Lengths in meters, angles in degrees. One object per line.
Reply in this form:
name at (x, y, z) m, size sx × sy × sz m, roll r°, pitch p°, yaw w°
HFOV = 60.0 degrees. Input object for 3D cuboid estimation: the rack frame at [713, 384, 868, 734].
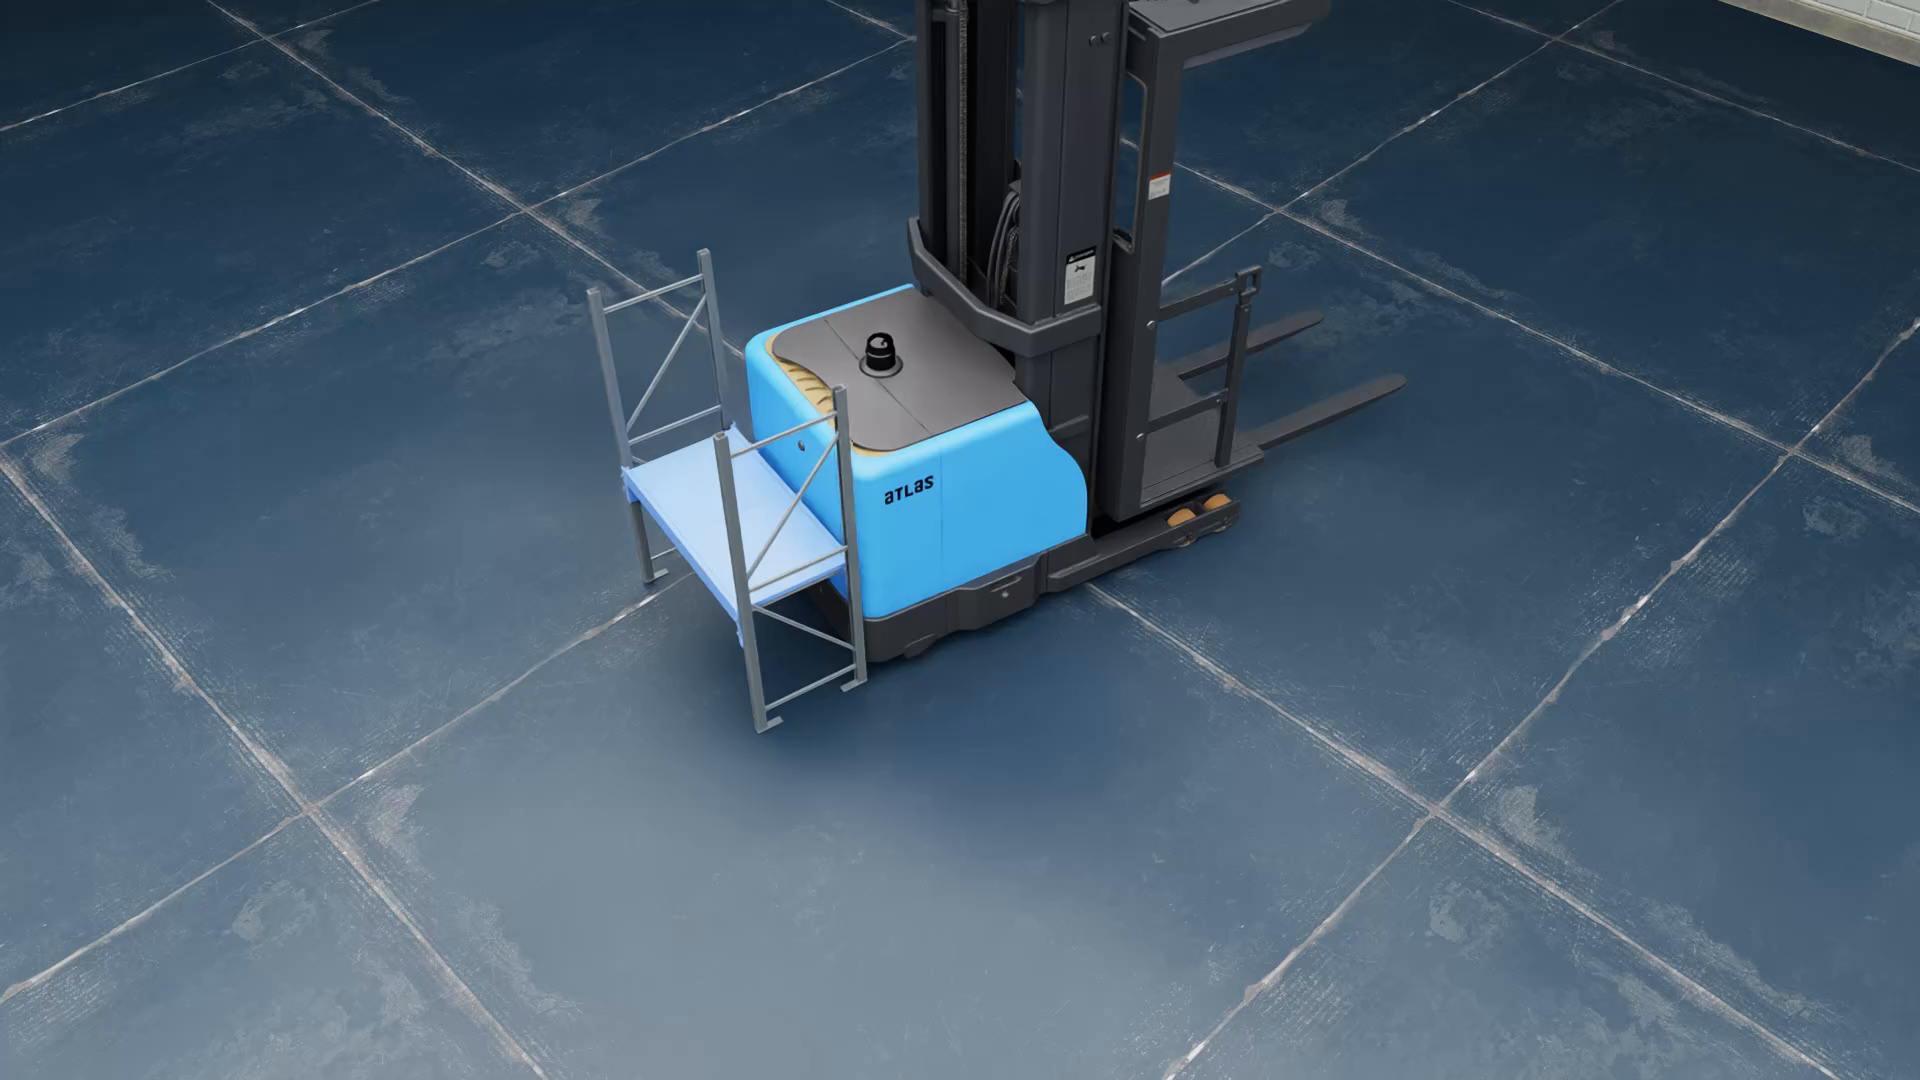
rack frame at (-0.599, 0.112, 6.136) m, size 0.500 × 1.500 × 0.032 m, roll -25°, pitch 48°, yaw -23°

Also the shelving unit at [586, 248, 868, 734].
shelving unit at (-0.880, -0.176, 6.448) m, size 0.538 × 1.500 × 1.048 m, roll -25°, pitch 48°, yaw -23°

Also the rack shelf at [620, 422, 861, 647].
rack shelf at (-0.878, -0.045, 6.571) m, size 0.538 × 0.185 × 1.000 m, roll -25°, pitch 48°, yaw -23°

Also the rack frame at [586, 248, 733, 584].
rack frame at (-1.160, -0.464, 6.759) m, size 0.500 × 1.500 × 0.032 m, roll -25°, pitch 48°, yaw -23°

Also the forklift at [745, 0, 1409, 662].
forklift at (0.651, -1.334, 6.651) m, size 3.031 × 2.935 × 1.130 m, roll -22°, pitch 47°, yaw -22°
